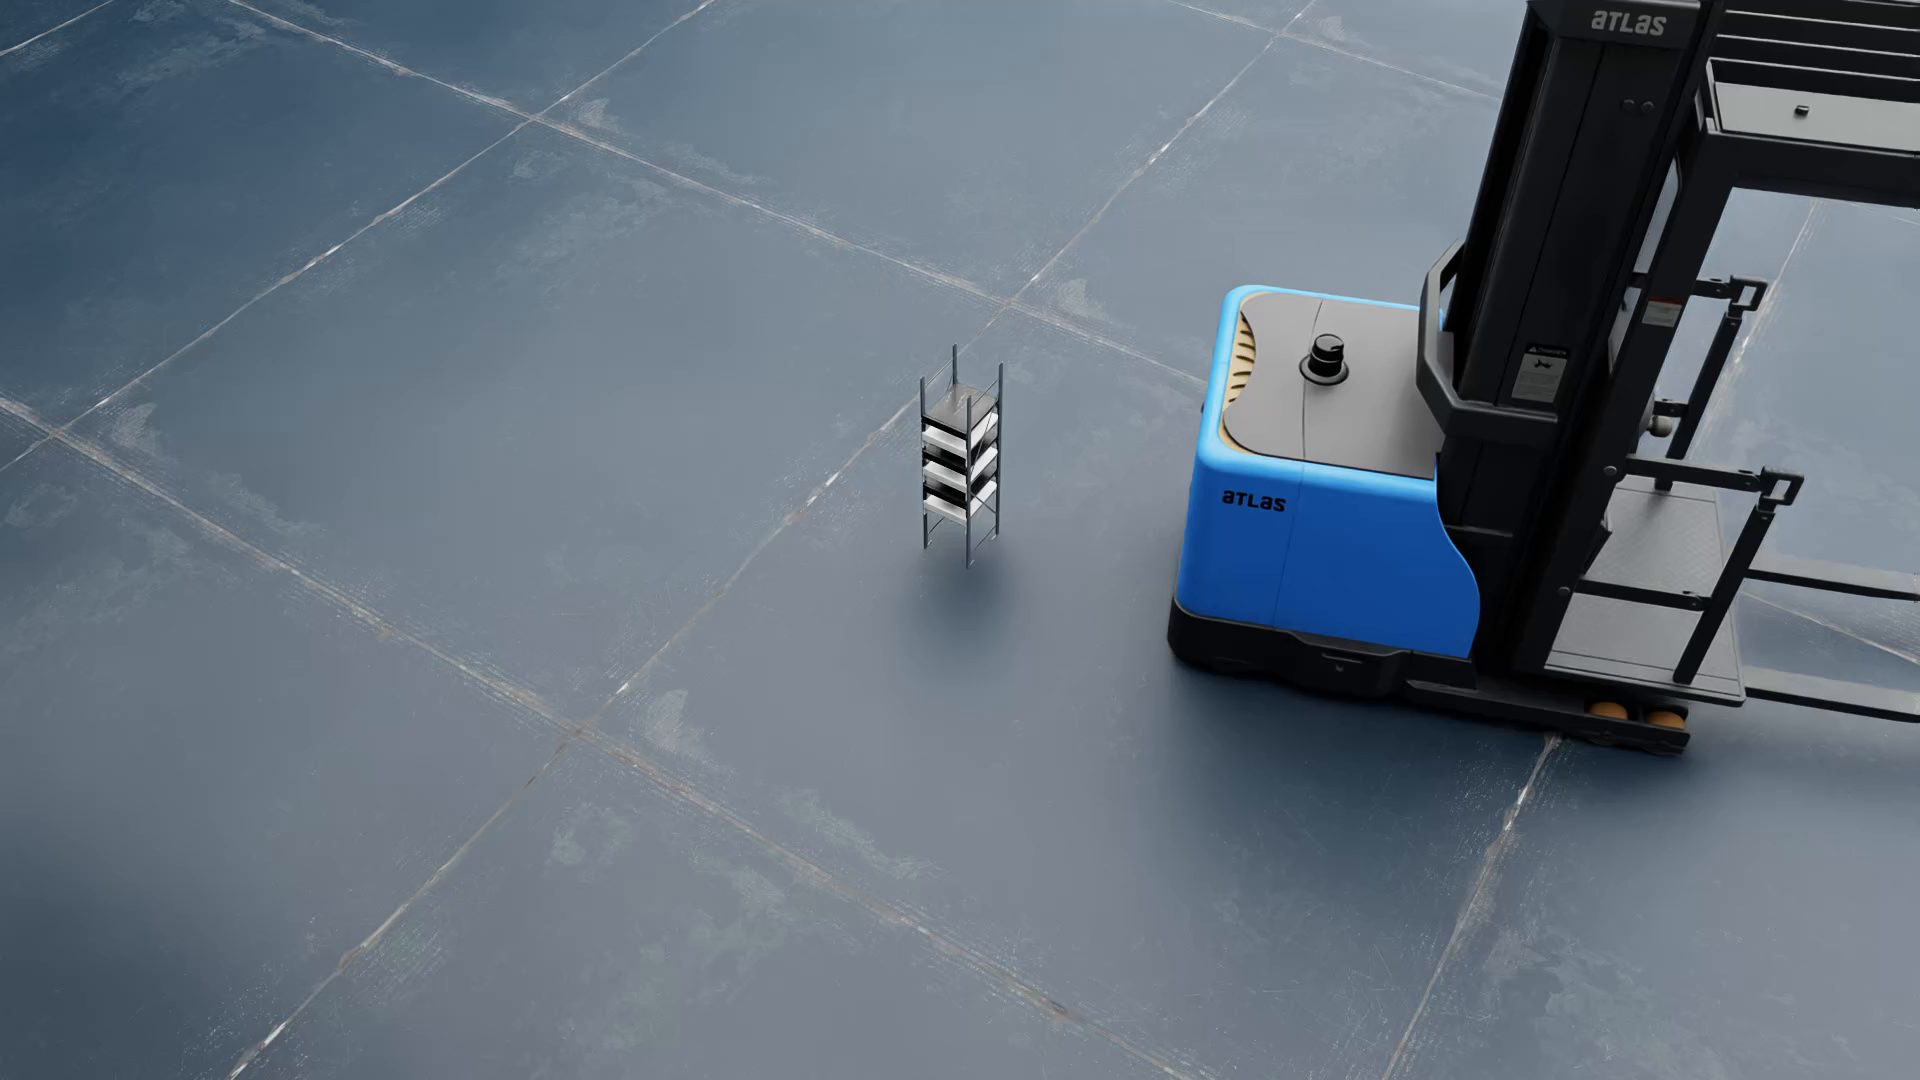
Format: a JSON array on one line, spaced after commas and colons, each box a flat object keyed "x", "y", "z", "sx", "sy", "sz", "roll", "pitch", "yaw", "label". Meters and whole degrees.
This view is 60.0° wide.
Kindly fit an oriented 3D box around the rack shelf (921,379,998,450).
[{"x": 0.007, "y": -0.475, "z": 6.254, "sx": 0.200, "sy": 0.077, "sz": 0.258, "roll": 25, "pitch": 51, "yaw": 22, "label": "rack shelf"}]

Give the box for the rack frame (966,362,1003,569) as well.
[{"x": 0.092, "y": -0.271, "z": 6.386, "sx": 0.006, "sy": 0.900, "sz": 0.240, "roll": 25, "pitch": 51, "yaw": 22, "label": "rack frame"}]

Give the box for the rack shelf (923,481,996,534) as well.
[{"x": 0.007, "y": -0.162, "z": 6.577, "sx": 0.200, "sy": 0.077, "sz": 0.258, "roll": 25, "pitch": 51, "yaw": 22, "label": "rack shelf"}]

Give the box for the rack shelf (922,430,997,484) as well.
[{"x": 0.007, "y": -0.350, "z": 6.384, "sx": 0.200, "sy": 0.077, "sz": 0.258, "roll": 25, "pitch": 51, "yaw": 22, "label": "rack shelf"}]

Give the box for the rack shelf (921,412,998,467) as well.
[{"x": 0.007, "y": -0.413, "z": 6.319, "sx": 0.200, "sy": 0.077, "sz": 0.258, "roll": 25, "pitch": 51, "yaw": 22, "label": "rack shelf"}]

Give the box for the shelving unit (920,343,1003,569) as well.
[{"x": 0.007, "y": -0.310, "z": 6.424, "sx": 0.210, "sy": 0.900, "sz": 0.258, "roll": 25, "pitch": 51, "yaw": 22, "label": "shelving unit"}]

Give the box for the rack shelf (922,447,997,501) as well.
[{"x": 0.007, "y": -0.287, "z": 6.448, "sx": 0.200, "sy": 0.077, "sz": 0.258, "roll": 25, "pitch": 51, "yaw": 22, "label": "rack shelf"}]

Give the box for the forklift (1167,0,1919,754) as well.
[{"x": 2.355, "y": -0.670, "z": 5.357, "sx": 3.031, "sy": 2.935, "sz": 1.130, "roll": 9, "pitch": 47, "yaw": 9, "label": "forklift"}]

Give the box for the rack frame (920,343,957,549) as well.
[{"x": -0.079, "y": -0.350, "z": 6.462, "sx": 0.006, "sy": 0.900, "sz": 0.240, "roll": 25, "pitch": 51, "yaw": 22, "label": "rack frame"}]

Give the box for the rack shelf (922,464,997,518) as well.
[{"x": 0.007, "y": -0.225, "z": 6.513, "sx": 0.200, "sy": 0.077, "sz": 0.258, "roll": 25, "pitch": 51, "yaw": 22, "label": "rack shelf"}]
